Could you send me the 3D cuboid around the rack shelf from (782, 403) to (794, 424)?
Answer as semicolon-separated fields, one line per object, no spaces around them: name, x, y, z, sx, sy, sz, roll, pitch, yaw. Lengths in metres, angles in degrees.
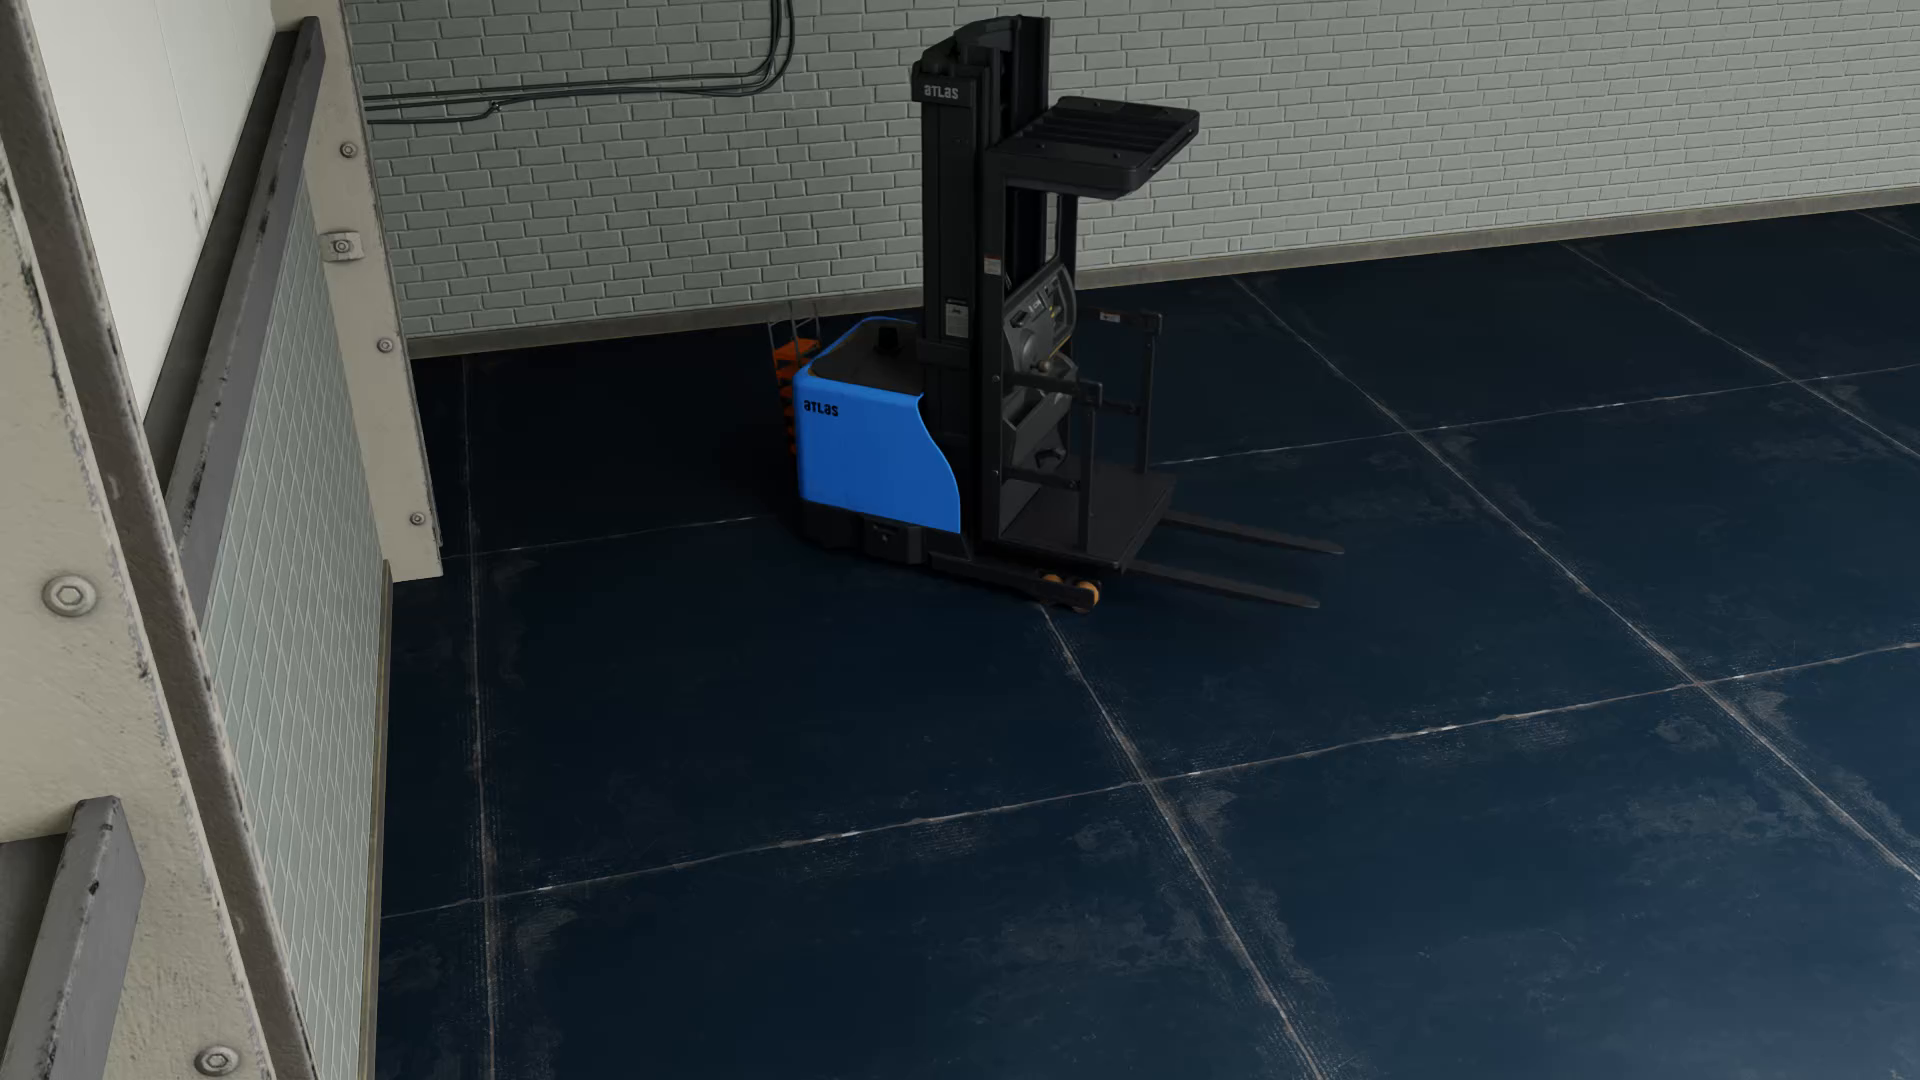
rack shelf;-0.912;-0.781;9.975;0.180;0.103;0.258;10;30;32

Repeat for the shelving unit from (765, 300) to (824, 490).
shelving unit;-0.917;-0.821;9.956;0.189;1.200;0.258;10;30;32

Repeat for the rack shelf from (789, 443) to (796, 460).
rack shelf;-0.883;-0.567;10.078;0.180;0.103;0.258;10;30;32

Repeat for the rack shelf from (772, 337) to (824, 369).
rack shelf;-0.955;-1.103;9.820;0.180;0.103;0.258;10;30;32

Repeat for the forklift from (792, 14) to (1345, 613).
forklift;0.616;-1.177;8.858;3.031;2.935;1.130;12;32;20

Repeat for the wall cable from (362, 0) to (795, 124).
wall cable;-2.632;-4.023;10.817;3.097;2.526;0.112;-8;31;-13

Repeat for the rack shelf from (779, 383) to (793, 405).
rack shelf;-0.926;-0.889;9.923;0.180;0.103;0.258;10;30;32

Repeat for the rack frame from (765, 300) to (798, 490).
rack frame;-0.994;-0.834;10.004;0.006;1.200;0.240;10;30;32

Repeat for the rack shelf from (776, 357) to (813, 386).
rack shelf;-0.941;-0.996;9.871;0.180;0.103;0.258;10;30;32

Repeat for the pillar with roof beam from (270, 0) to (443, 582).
pillar with roof beam;1.026;-4.341;8.266;9.100;9.000;0.400;-8;31;-13

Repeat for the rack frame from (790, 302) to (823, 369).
rack frame;-0.840;-0.808;9.907;0.006;1.200;0.240;10;30;32

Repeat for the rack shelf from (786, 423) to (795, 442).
rack shelf;-0.898;-0.674;10.026;0.180;0.103;0.258;10;30;32
